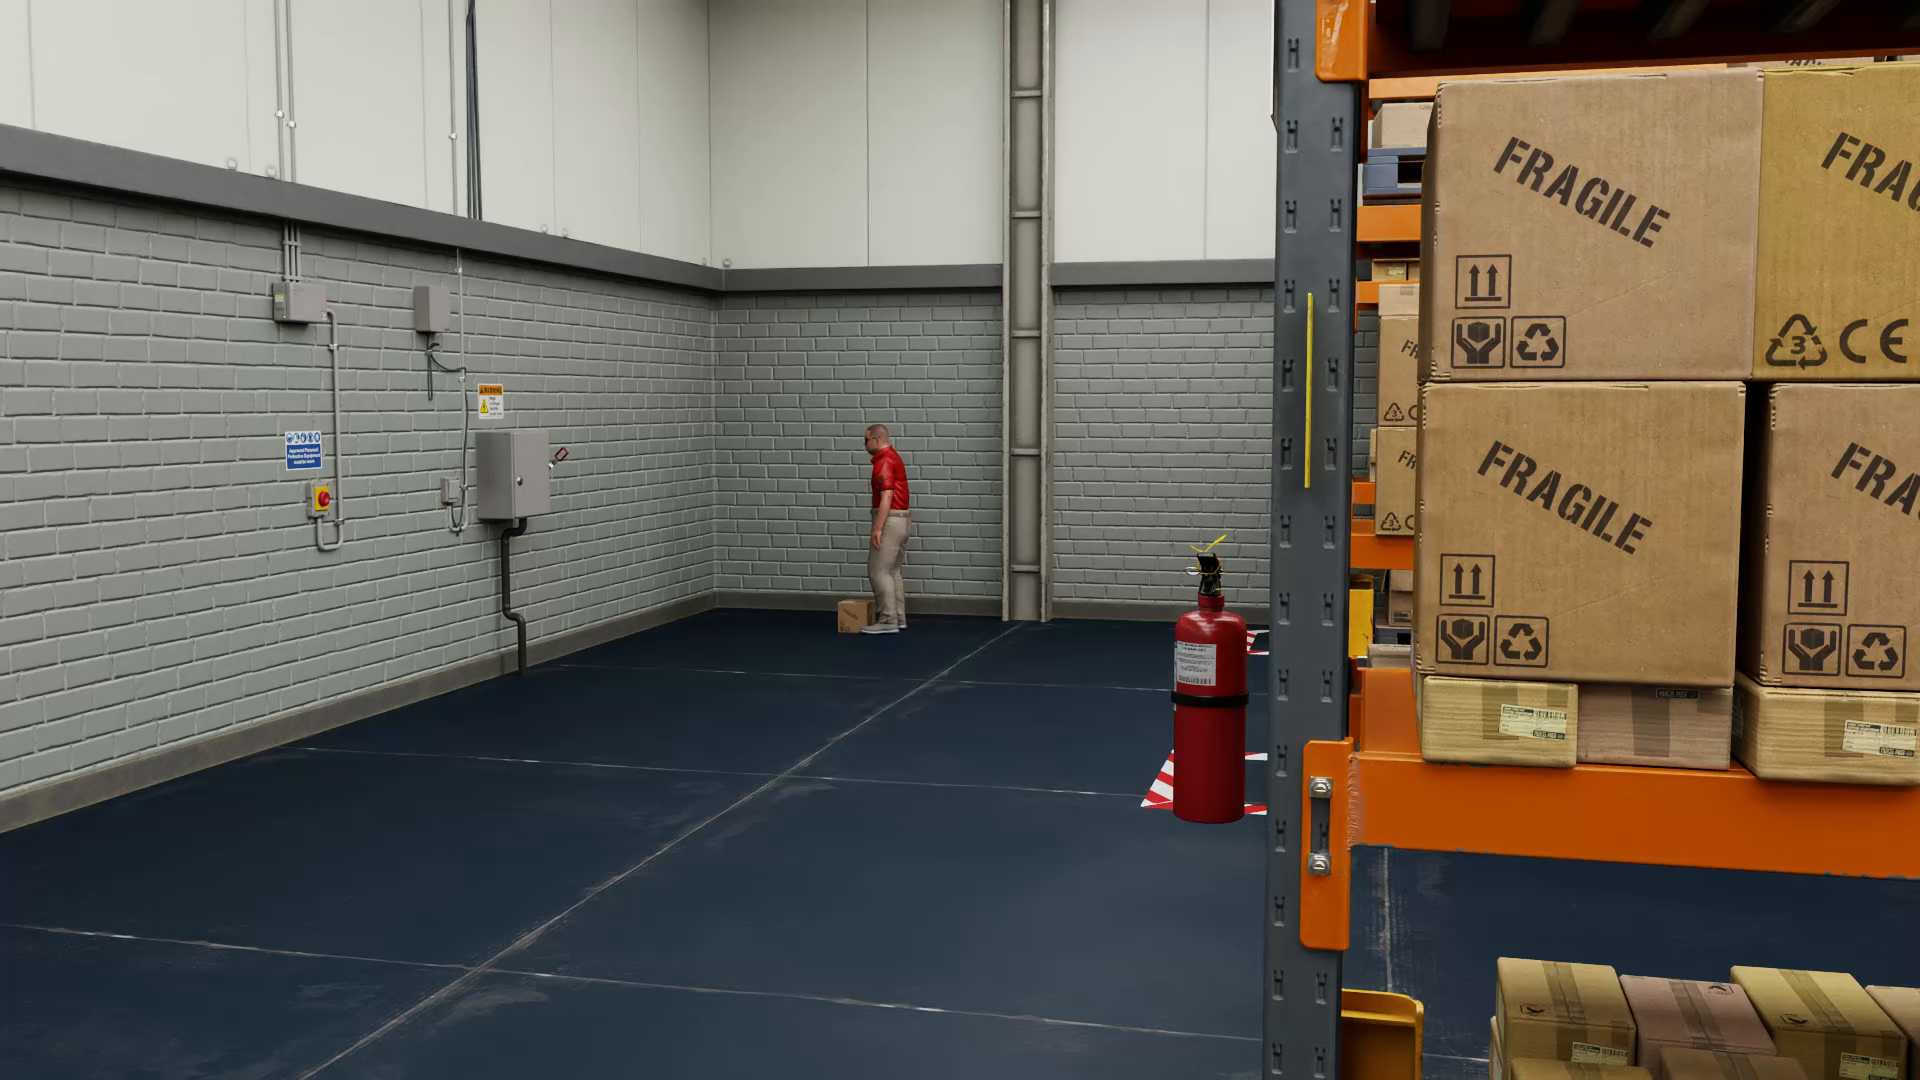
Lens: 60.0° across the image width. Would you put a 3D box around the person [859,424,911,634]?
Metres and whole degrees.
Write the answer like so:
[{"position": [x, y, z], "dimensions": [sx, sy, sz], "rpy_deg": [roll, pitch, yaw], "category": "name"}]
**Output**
[{"position": [-0.613, -0.096, 13.751], "dimensions": [0.394, 1.726, 0.605], "rpy_deg": [1, 5, 10], "category": "person"}]
